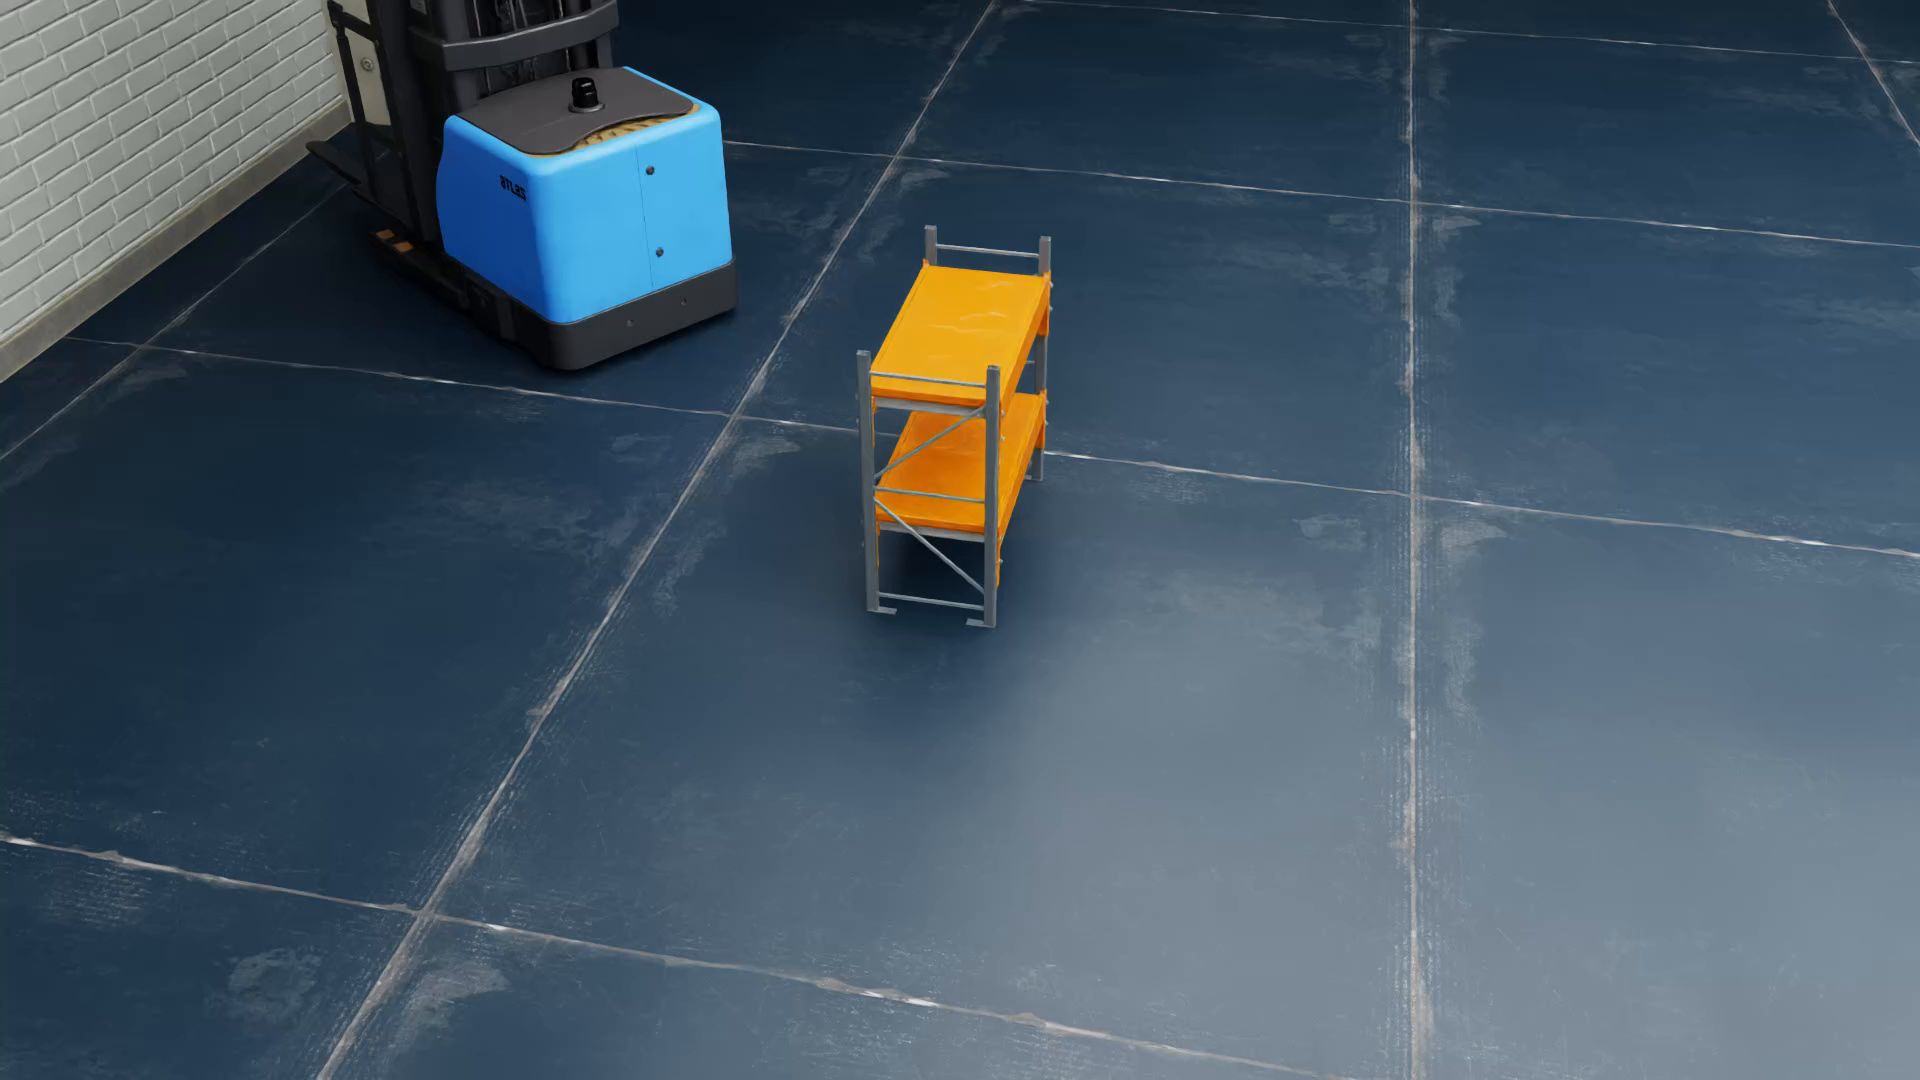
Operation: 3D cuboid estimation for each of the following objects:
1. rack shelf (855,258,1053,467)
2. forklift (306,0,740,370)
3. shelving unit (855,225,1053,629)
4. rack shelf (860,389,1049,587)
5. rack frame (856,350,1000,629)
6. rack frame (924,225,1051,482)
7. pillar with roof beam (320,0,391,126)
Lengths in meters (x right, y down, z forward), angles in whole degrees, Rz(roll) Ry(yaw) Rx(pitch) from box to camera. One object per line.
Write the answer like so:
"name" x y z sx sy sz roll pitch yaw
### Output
"rack shelf" -0.001 -0.689 6.243 0.538 0.278 1.000 7 37 10
"forklift" -2.465 -2.751 8.048 1.130 2.935 3.031 -28 45 -33
"shelving unit" -0.001 -0.452 6.415 0.538 1.125 1.048 7 37 10
"rack shelf" -0.001 -0.254 6.558 0.538 0.278 1.000 7 37 10
"rack frame" -0.110 -0.160 6.012 0.500 1.125 0.032 7 37 10
"rack frame" 0.107 -0.743 6.817 0.500 1.125 0.032 7 37 10
"pillar with roof beam" 0.583 -5.801 7.085 9.100 9.000 0.400 7 37 10
